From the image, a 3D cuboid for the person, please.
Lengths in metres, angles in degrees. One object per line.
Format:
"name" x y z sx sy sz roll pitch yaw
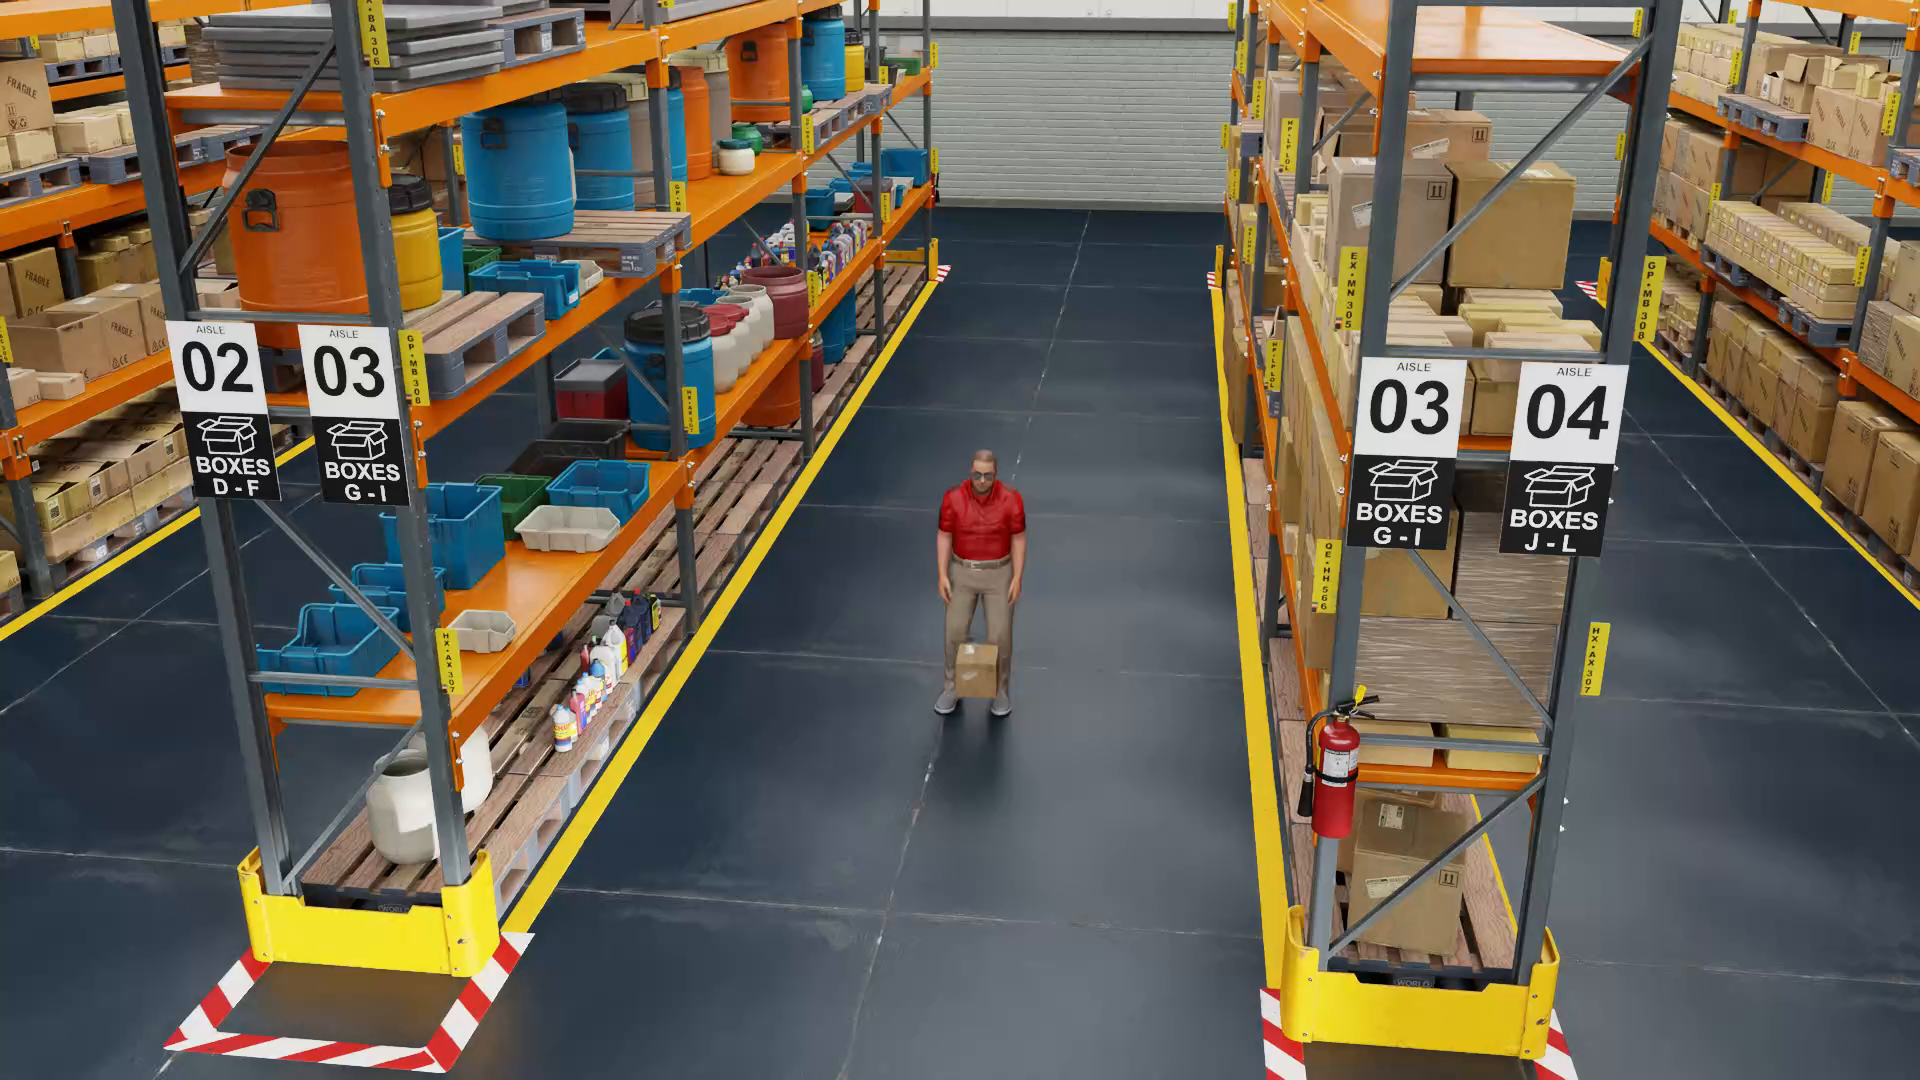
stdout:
"person" 0.129 0.250 10.447 0.568 1.729 0.383 2 21 5
